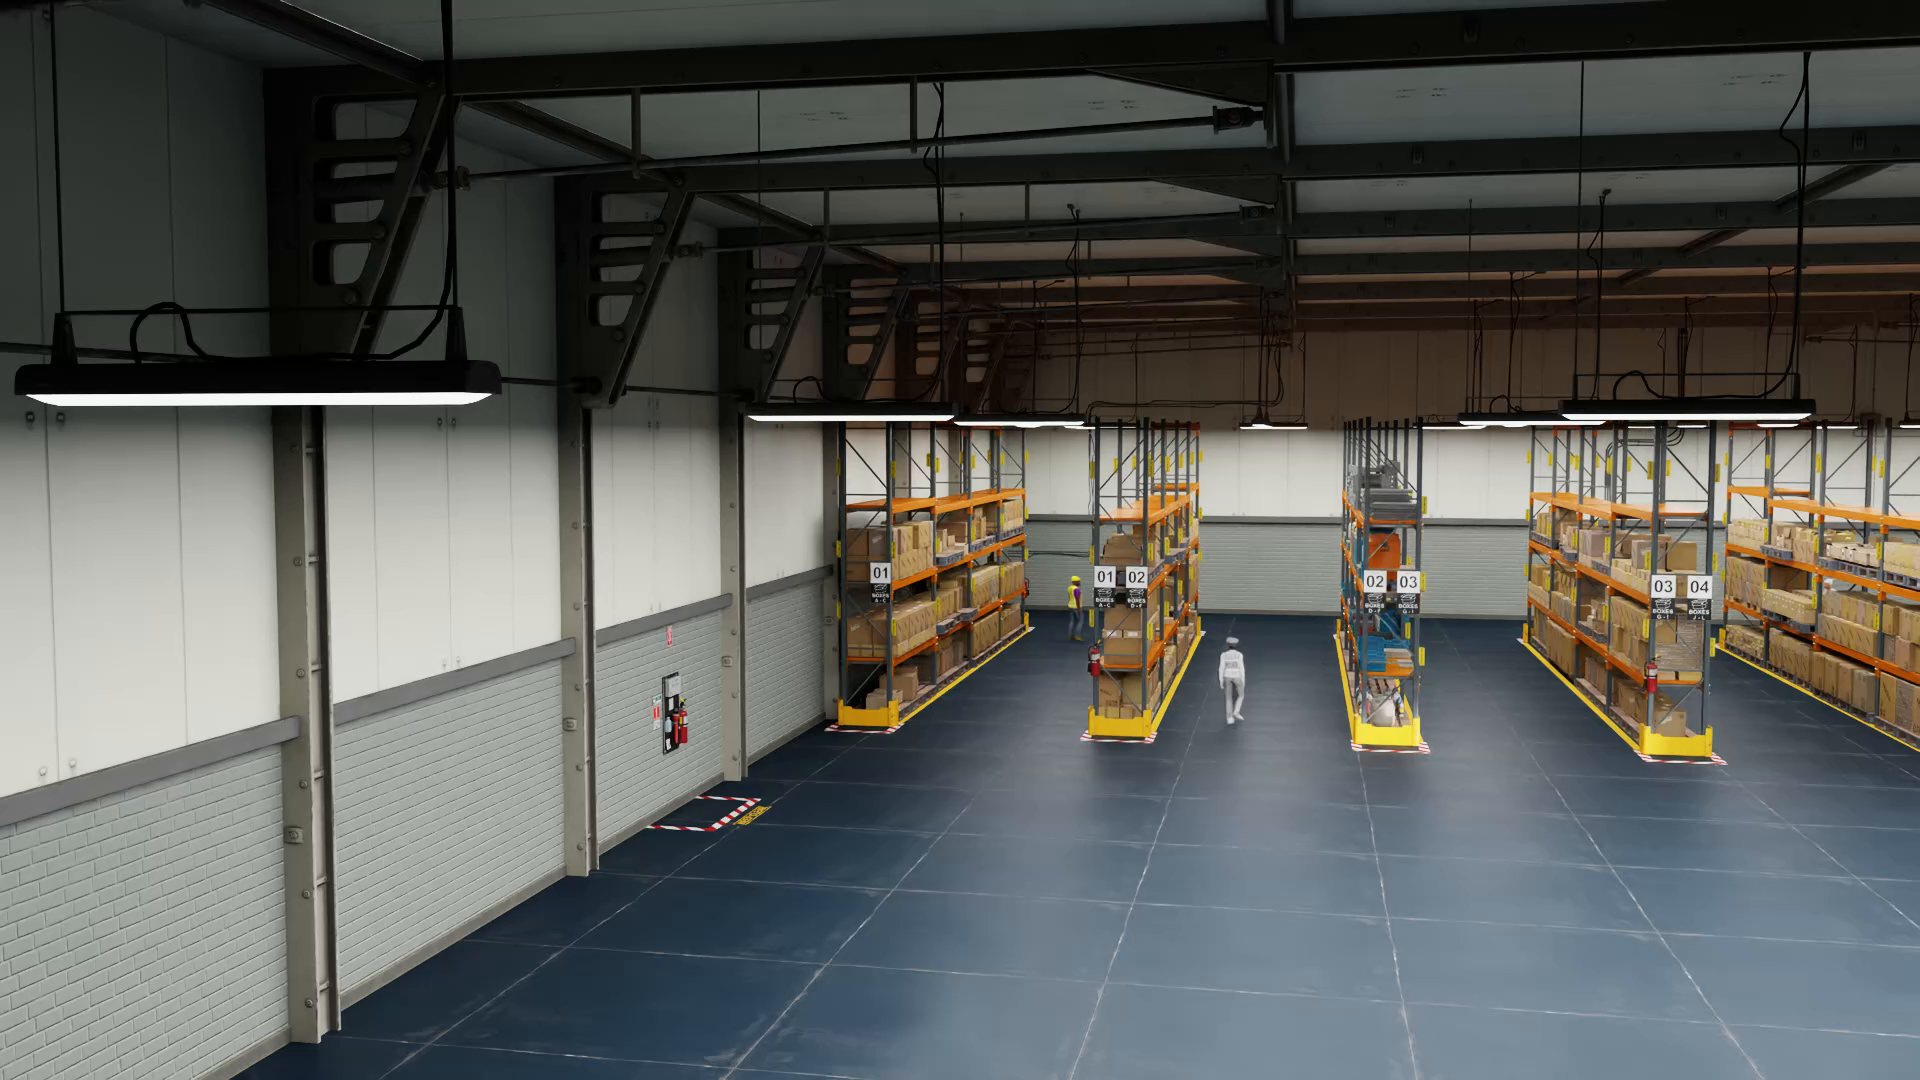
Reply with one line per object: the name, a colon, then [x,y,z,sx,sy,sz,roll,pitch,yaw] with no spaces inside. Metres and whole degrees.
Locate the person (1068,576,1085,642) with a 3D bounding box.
person: [3.162,1.892,45.687,0.436,1.802,0.661,-2,4,-27]

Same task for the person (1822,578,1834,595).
person: [23.628,1.916,45.194,1.045,1.751,0.565,0,4,-1]

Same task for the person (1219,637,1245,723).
person: [5.354,2.754,32.701,0.516,1.674,0.434,2,4,23]
